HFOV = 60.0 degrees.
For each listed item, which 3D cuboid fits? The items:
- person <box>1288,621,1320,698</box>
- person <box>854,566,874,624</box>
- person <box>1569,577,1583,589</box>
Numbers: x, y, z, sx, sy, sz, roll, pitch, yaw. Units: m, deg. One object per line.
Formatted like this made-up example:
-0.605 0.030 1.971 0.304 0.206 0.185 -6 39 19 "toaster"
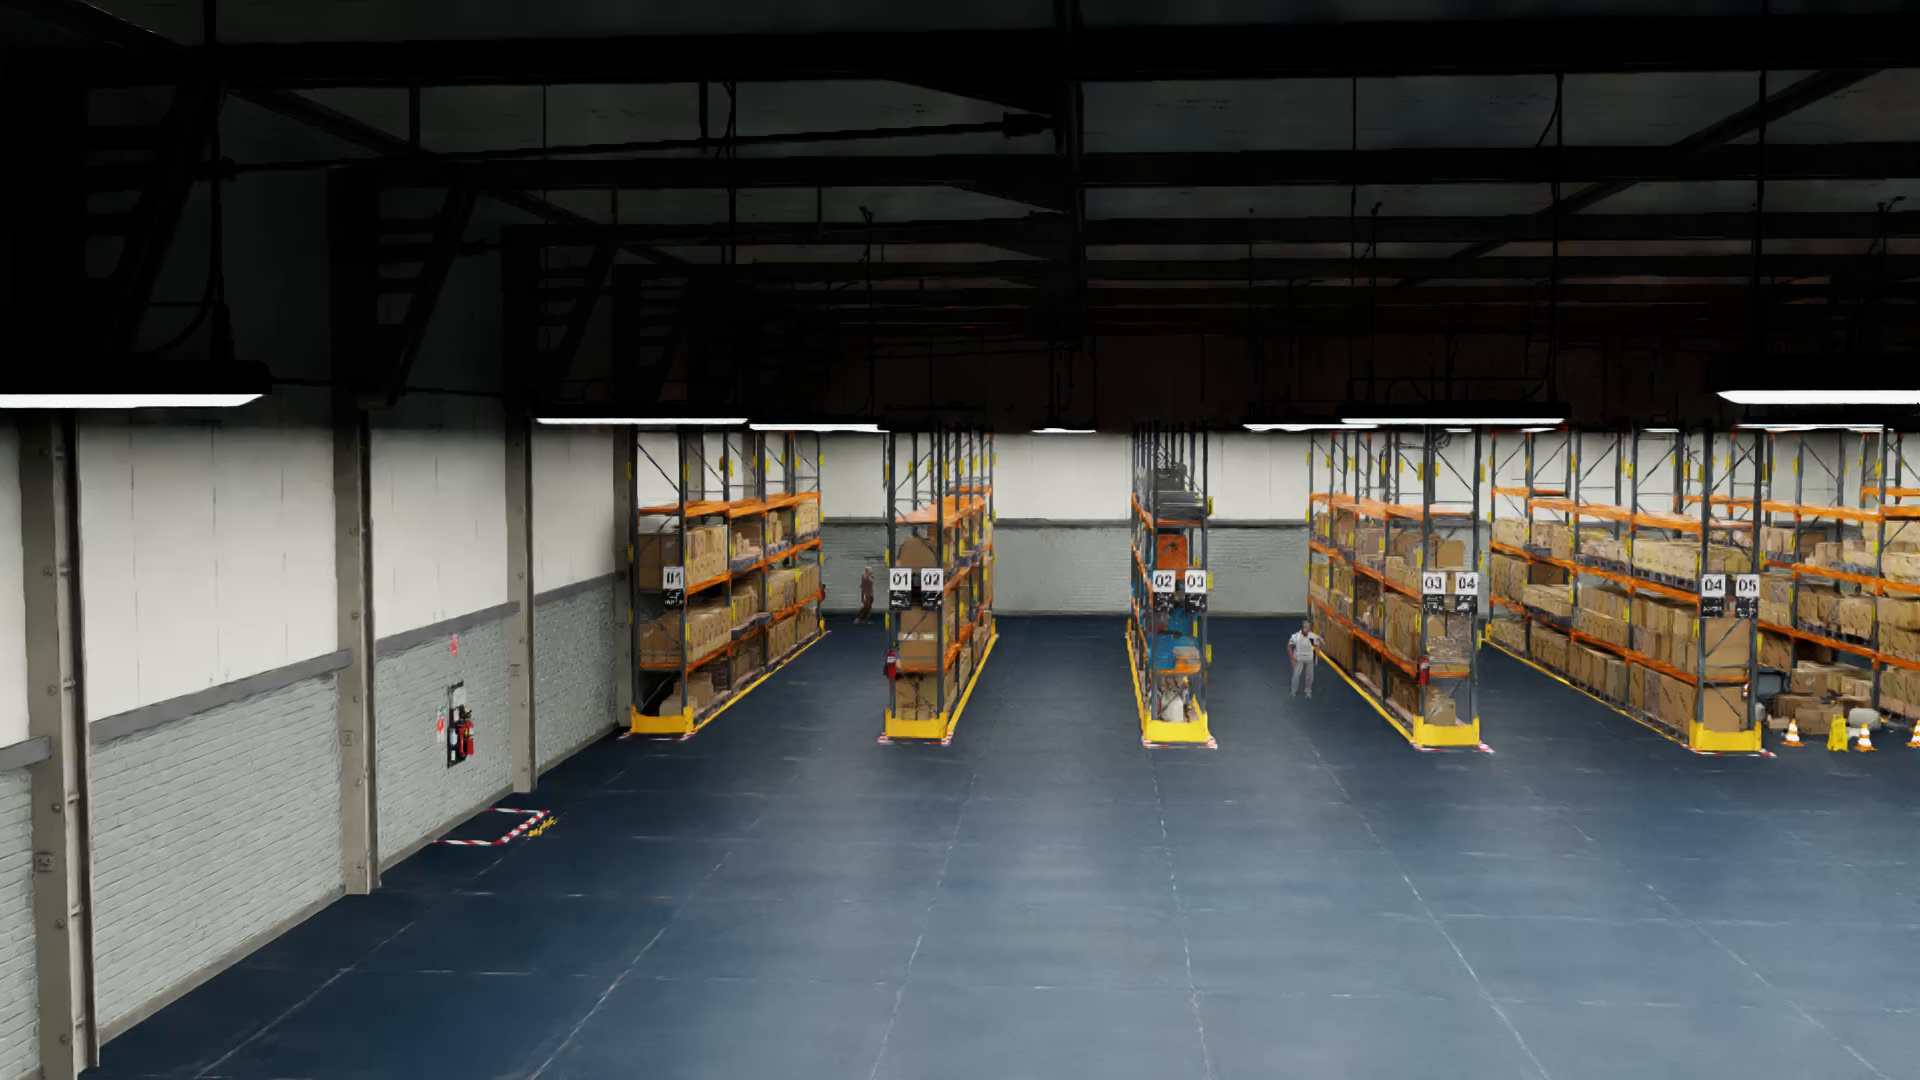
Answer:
7.466 2.582 36.167 0.666 1.715 0.536 0 4 2 "person"
-2.852 1.655 50.115 0.531 1.768 0.759 2 4 34 "person"
18.152 1.813 48.898 0.542 1.648 0.581 3 5 42 "person"
